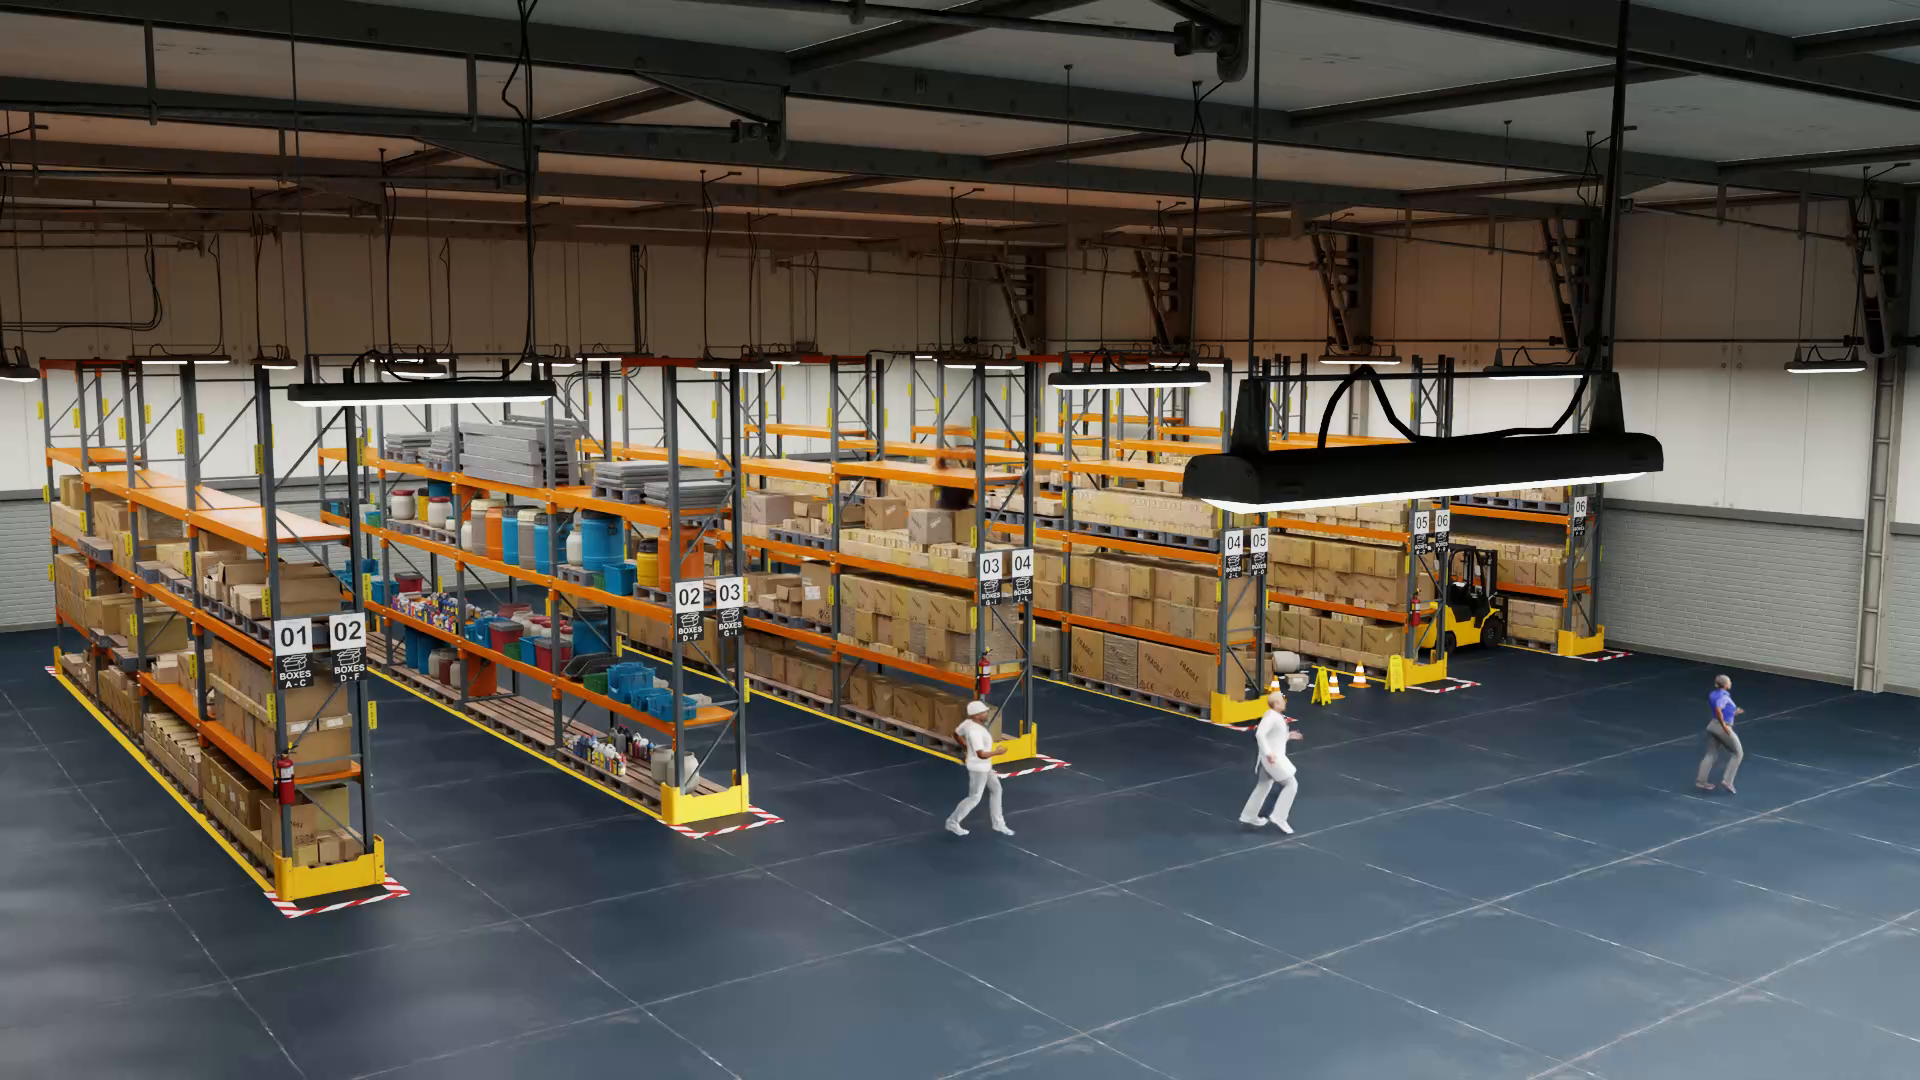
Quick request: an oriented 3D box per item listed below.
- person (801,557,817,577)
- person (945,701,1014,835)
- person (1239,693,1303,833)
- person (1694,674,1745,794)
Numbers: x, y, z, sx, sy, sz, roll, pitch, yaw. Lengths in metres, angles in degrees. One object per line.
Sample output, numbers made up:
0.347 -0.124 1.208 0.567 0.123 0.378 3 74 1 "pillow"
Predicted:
-3.146 1.177 35.659 0.662 1.786 0.874 -4 8 -31 "person"
0.253 2.921 21.197 0.896 1.785 0.704 0 7 -2 "person"
4.062 2.881 21.542 0.816 1.830 0.689 -1 7 -5 "person"
10.673 2.725 23.298 0.676 1.700 0.557 -1 7 -12 "person"
